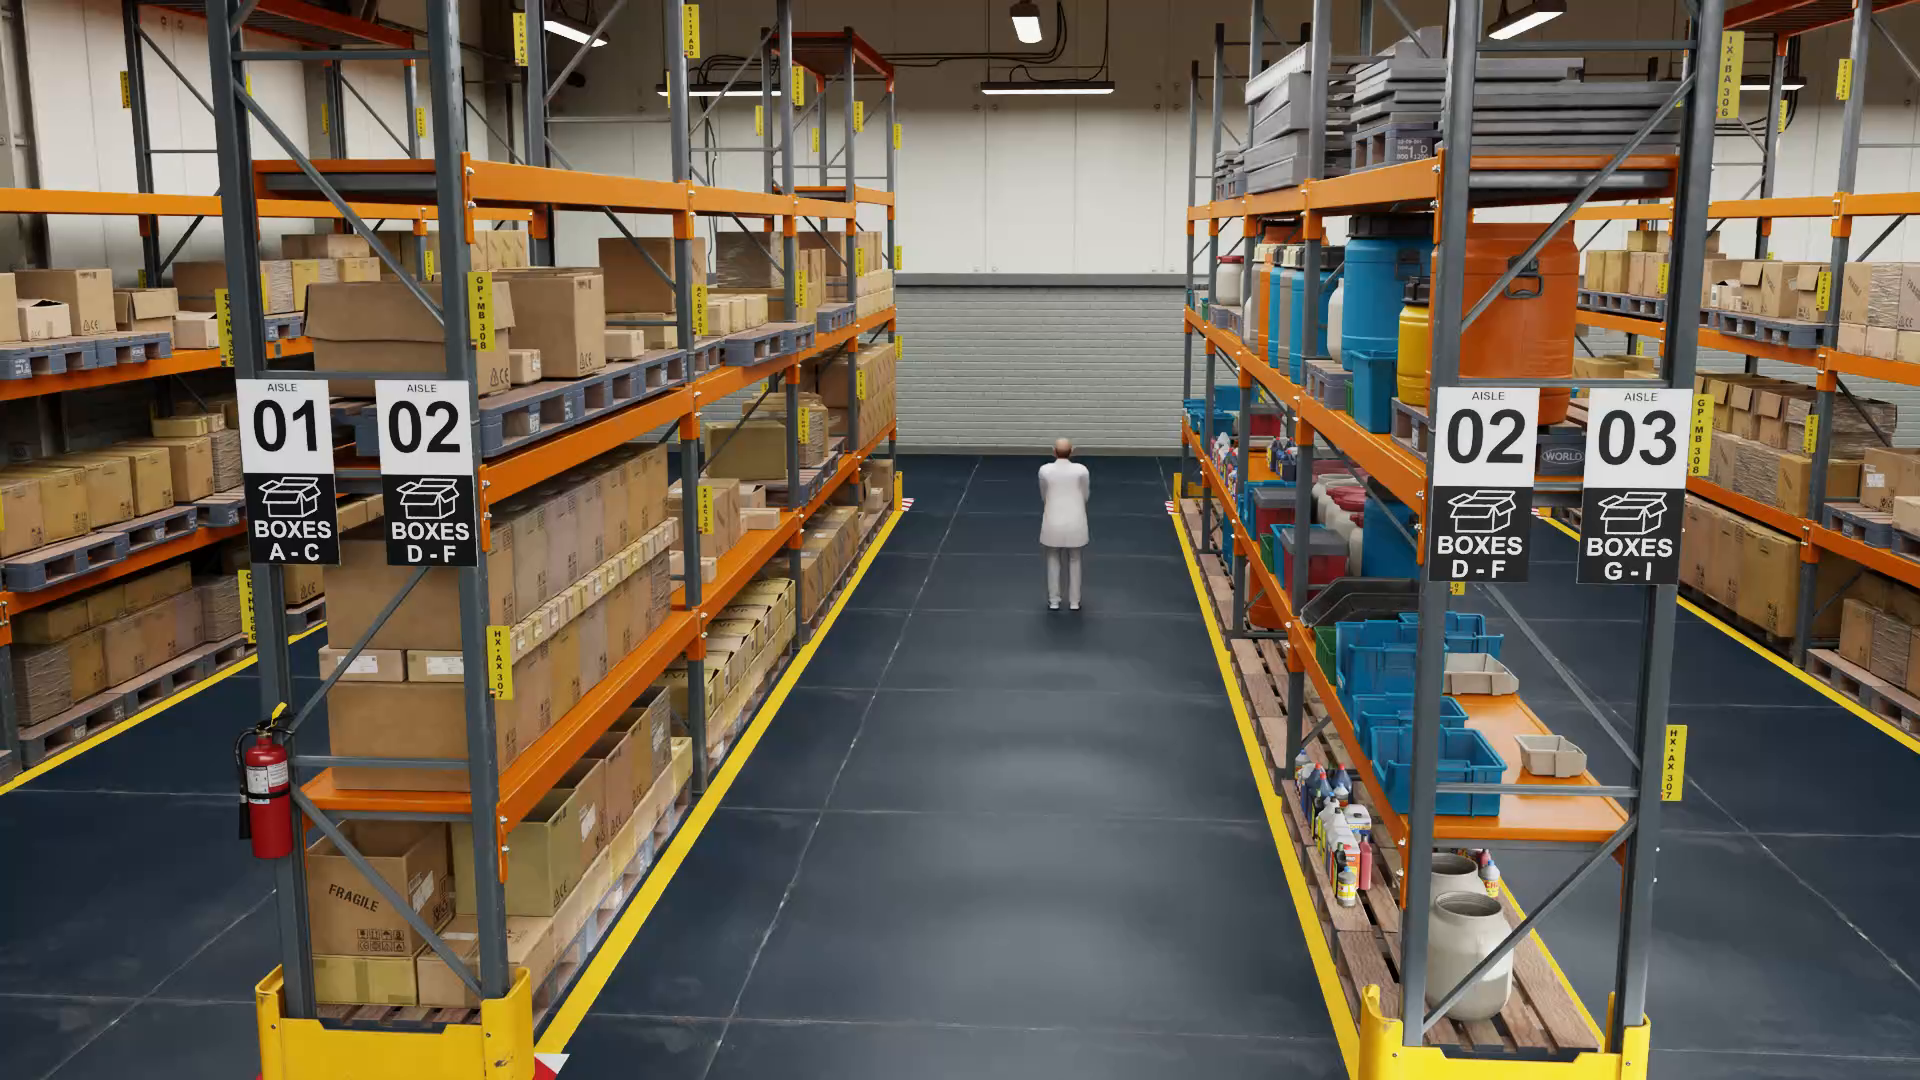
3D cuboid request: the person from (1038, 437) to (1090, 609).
[{"bbox_3d":[1.063,-0.189,16.998,0.528,1.771,0.563,1,11,5],"label":"person"}]
